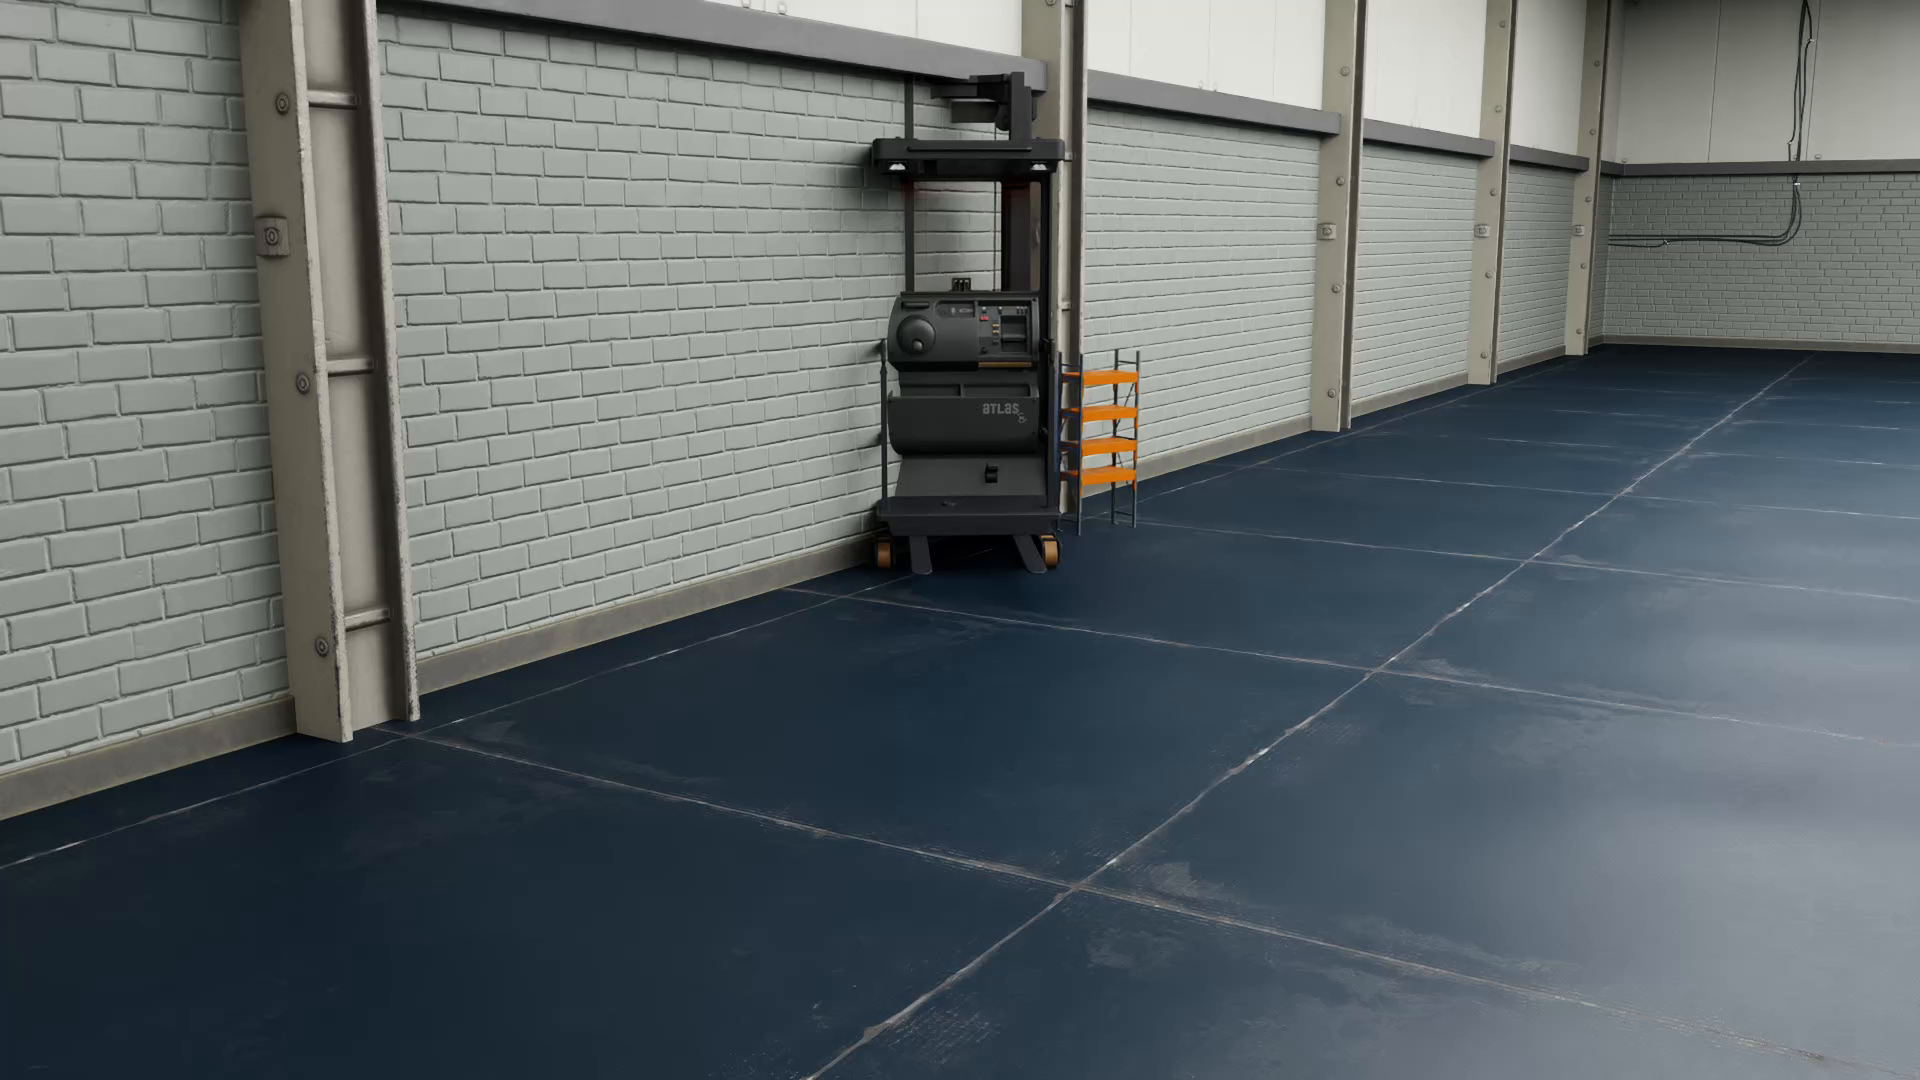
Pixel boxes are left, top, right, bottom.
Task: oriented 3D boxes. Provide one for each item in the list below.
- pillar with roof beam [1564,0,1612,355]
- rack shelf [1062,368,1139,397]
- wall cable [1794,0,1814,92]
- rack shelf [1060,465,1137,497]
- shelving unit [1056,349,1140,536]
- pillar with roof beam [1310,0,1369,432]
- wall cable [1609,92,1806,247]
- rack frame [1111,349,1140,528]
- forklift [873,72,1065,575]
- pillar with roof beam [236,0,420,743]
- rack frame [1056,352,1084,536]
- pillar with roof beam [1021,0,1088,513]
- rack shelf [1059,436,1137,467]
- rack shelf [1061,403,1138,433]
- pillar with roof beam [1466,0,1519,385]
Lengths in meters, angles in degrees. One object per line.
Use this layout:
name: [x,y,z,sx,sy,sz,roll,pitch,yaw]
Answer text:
pillar with roof beam: [13.666,-7.029,23.962,9.100,9.000,0.400,6,12,31]
rack shelf: [0.925,-1.049,11.070,0.480,0.148,0.258,-7,13,-35]
wall cable: [14.958,-8.475,26.400,3.097,2.526,0.112,6,12,31]
rack shelf: [0.923,-0.402,11.195,0.480,0.148,0.258,-7,13,-35]
shelving unit: [0.924,-0.663,11.145,0.503,1.200,0.258,-7,13,-35]
pillar with roof beam: [7.435,-5.142,13.881,9.100,9.000,0.400,6,12,31]
wall cable: [12.646,-6.251,28.245,3.097,2.526,0.112,6,12,31]
rack frame: [1.123,-0.689,11.284,0.015,1.200,0.240,-7,13,-35]
forklift: [0.031,-1.325,9.983,1.130,2.935,3.031,-1,11,-3]
pillar with roof beam: [1.205,-3.255,3.801,9.100,9.000,0.400,6,12,31]
rack frame: [0.725,-0.637,11.005,0.015,1.200,0.240,-7,13,-35]
pillar with roof beam: [4.320,-4.199,8.841,9.100,9.000,0.400,6,12,31]
rack shelf: [0.924,-0.597,11.158,0.480,0.148,0.258,-7,13,-35]
rack shelf: [0.924,-0.817,11.115,0.480,0.148,0.258,-7,13,-35]
pillar with roof beam: [10.550,-6.086,18.922,9.100,9.000,0.400,6,12,31]
